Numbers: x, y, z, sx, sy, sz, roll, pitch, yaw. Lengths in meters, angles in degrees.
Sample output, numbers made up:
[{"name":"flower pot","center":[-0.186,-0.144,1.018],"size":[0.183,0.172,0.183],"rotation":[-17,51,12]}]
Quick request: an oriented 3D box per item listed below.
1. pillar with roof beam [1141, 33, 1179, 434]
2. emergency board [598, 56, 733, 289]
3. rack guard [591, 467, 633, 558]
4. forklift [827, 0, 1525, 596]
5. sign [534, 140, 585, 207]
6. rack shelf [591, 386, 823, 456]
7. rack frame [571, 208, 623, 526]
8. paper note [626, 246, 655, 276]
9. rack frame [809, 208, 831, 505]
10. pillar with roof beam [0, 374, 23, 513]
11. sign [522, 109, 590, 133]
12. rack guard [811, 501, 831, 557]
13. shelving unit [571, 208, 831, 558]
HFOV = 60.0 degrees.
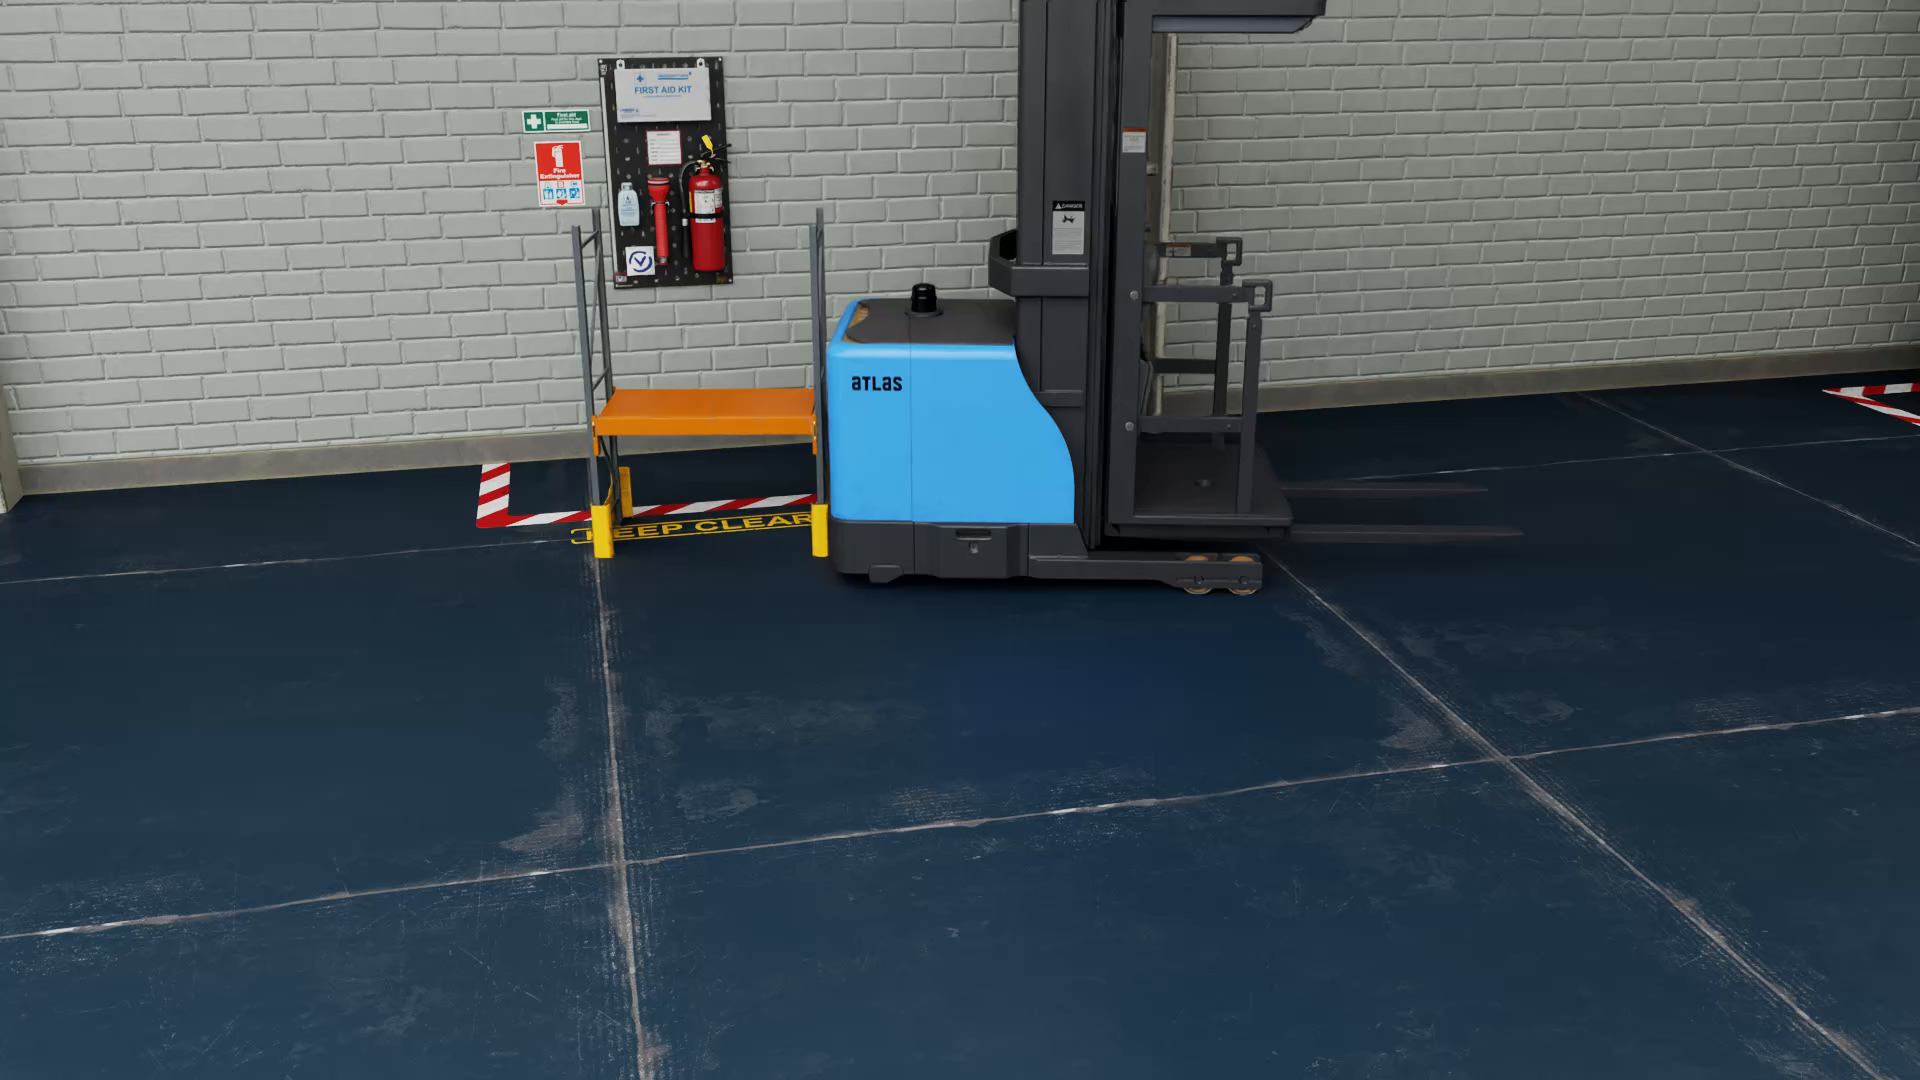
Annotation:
[{"name":"pillar with roof beam","center":[1.913,-3.430,4.096],"size":[0.400,9.000,9.100],"rotation":[-5,21,-12]},{"name":"emergency board","center":[-1.491,-1.871,8.562],"size":[0.643,1.169,0.194],"rotation":[-5,21,-12]},{"name":"rack guard","center":[-1.634,-0.136,7.821],"size":[0.087,0.250,0.587],"rotation":[0,20,-1]},{"name":"forklift","center":[0.957,-1.324,7.168],"size":[3.031,2.935,1.130],"rotation":[1,20,2]},{"name":"sign","center":[-2.053,-1.879,8.531],"size":[0.234,0.329,0.001],"rotation":[-5,21,-12]},{"name":"rack shelf","center":[-1.145,-0.556,7.675],"size":[1.000,0.185,0.538],"rotation":[0,20,-1]},{"name":"rack frame","center":[-1.653,-0.722,7.605],"size":[0.032,1.500,0.500],"rotation":[0,20,-1]},{"name":"paper note","center":[-1.680,-1.467,8.739],"size":[0.142,0.148,0.016],"rotation":[-5,21,-12]},{"name":"rack frame","center":[-0.636,-0.728,7.621],"size":[0.032,1.500,0.500],"rotation":[0,20,-1]},{"name":"pillar with roof beam","center":[-3.926,-2.955,2.799],"size":[0.400,9.000,9.100],"rotation":[-5,21,-12]},{"name":"sign","center":[-2.047,-2.125,8.433],"size":[0.331,0.109,0.001],"rotation":[-5,21,-12]},{"name":"rack guard","center":[-0.638,-0.141,7.836],"size":[0.087,0.250,0.587],"rotation":[0,20,-1]},{"name":"shelving unit","center":[-1.136,-0.725,7.613],"size":[1.083,1.500,0.587],"rotation":[0,20,-1]}]
